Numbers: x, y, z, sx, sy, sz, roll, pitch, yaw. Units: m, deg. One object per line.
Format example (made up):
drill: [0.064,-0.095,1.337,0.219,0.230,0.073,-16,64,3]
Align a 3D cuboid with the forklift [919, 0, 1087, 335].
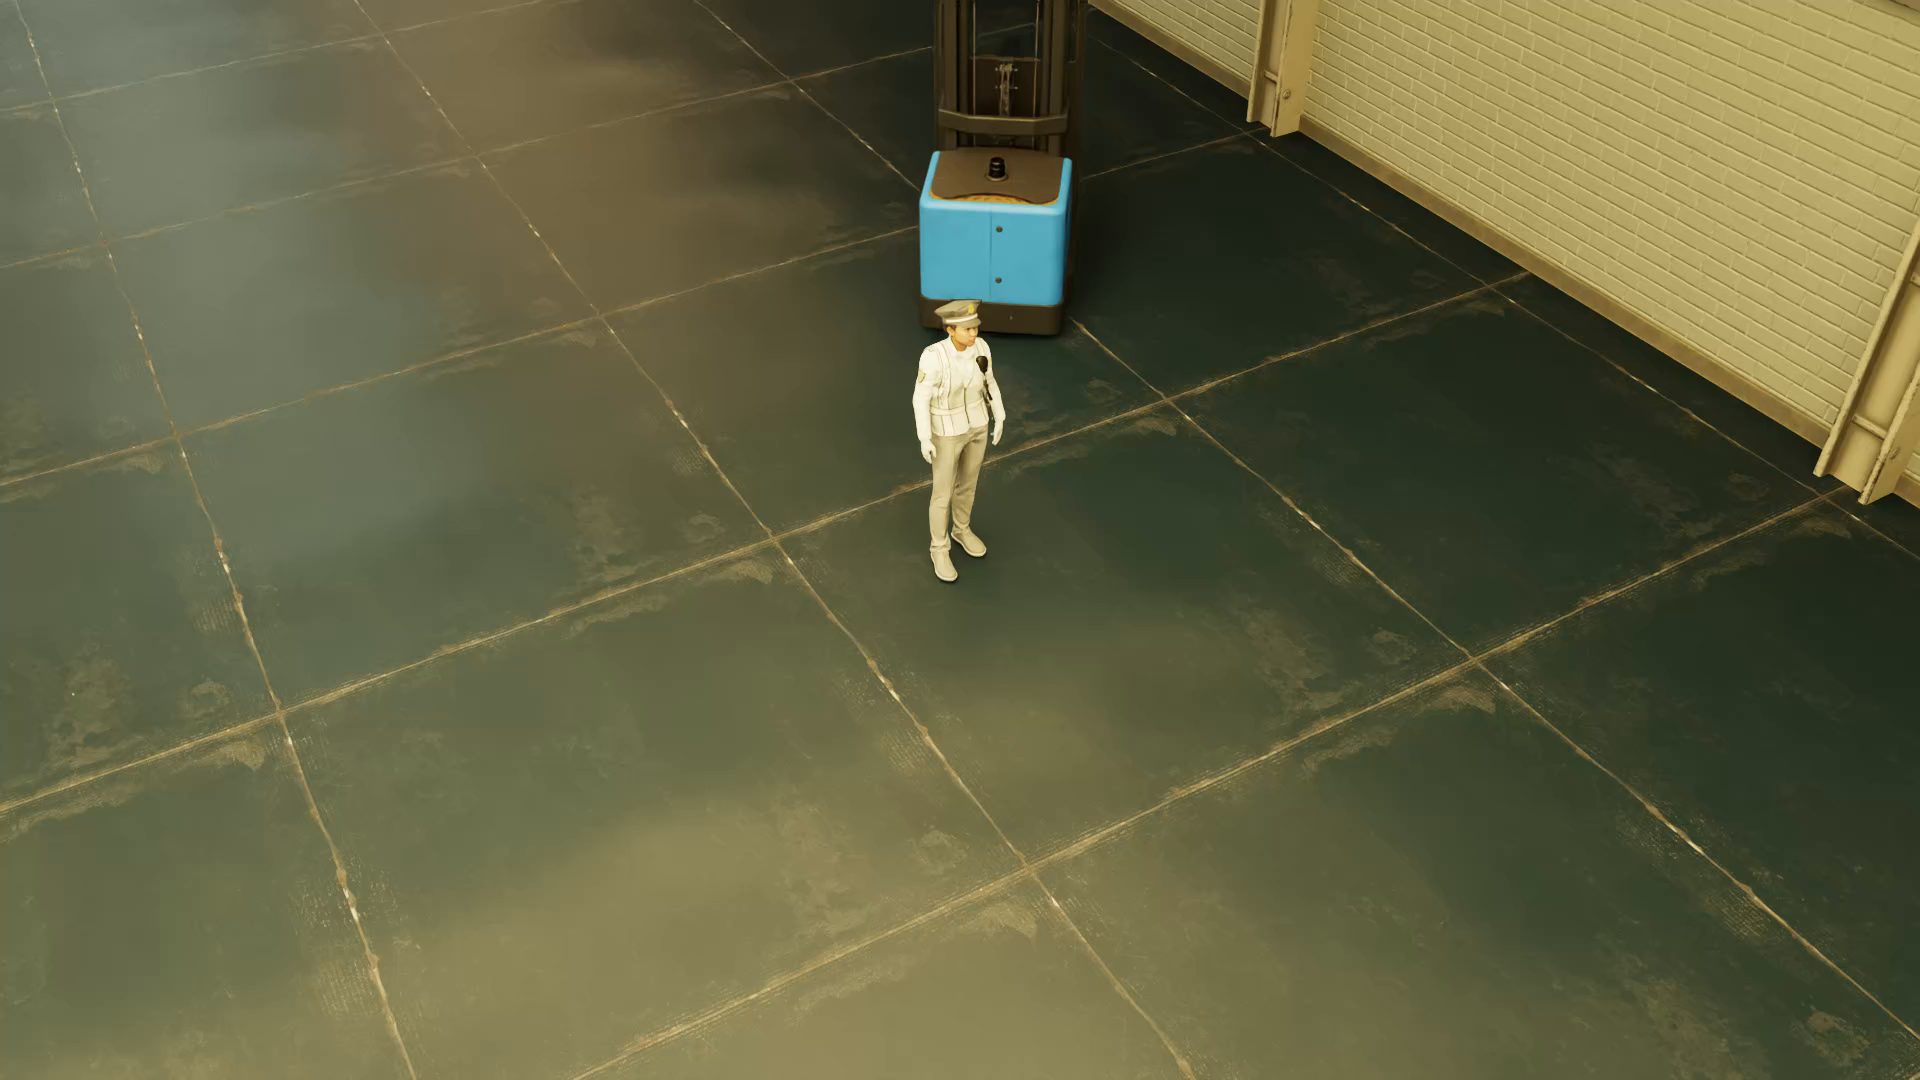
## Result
forklift: [0.384,-3.543,12.307,1.130,2.935,3.031,4,40,5]

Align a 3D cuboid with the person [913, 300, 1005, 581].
person: [0.036,-0.605,9.732,0.588,1.684,0.500,-20,44,-23]
